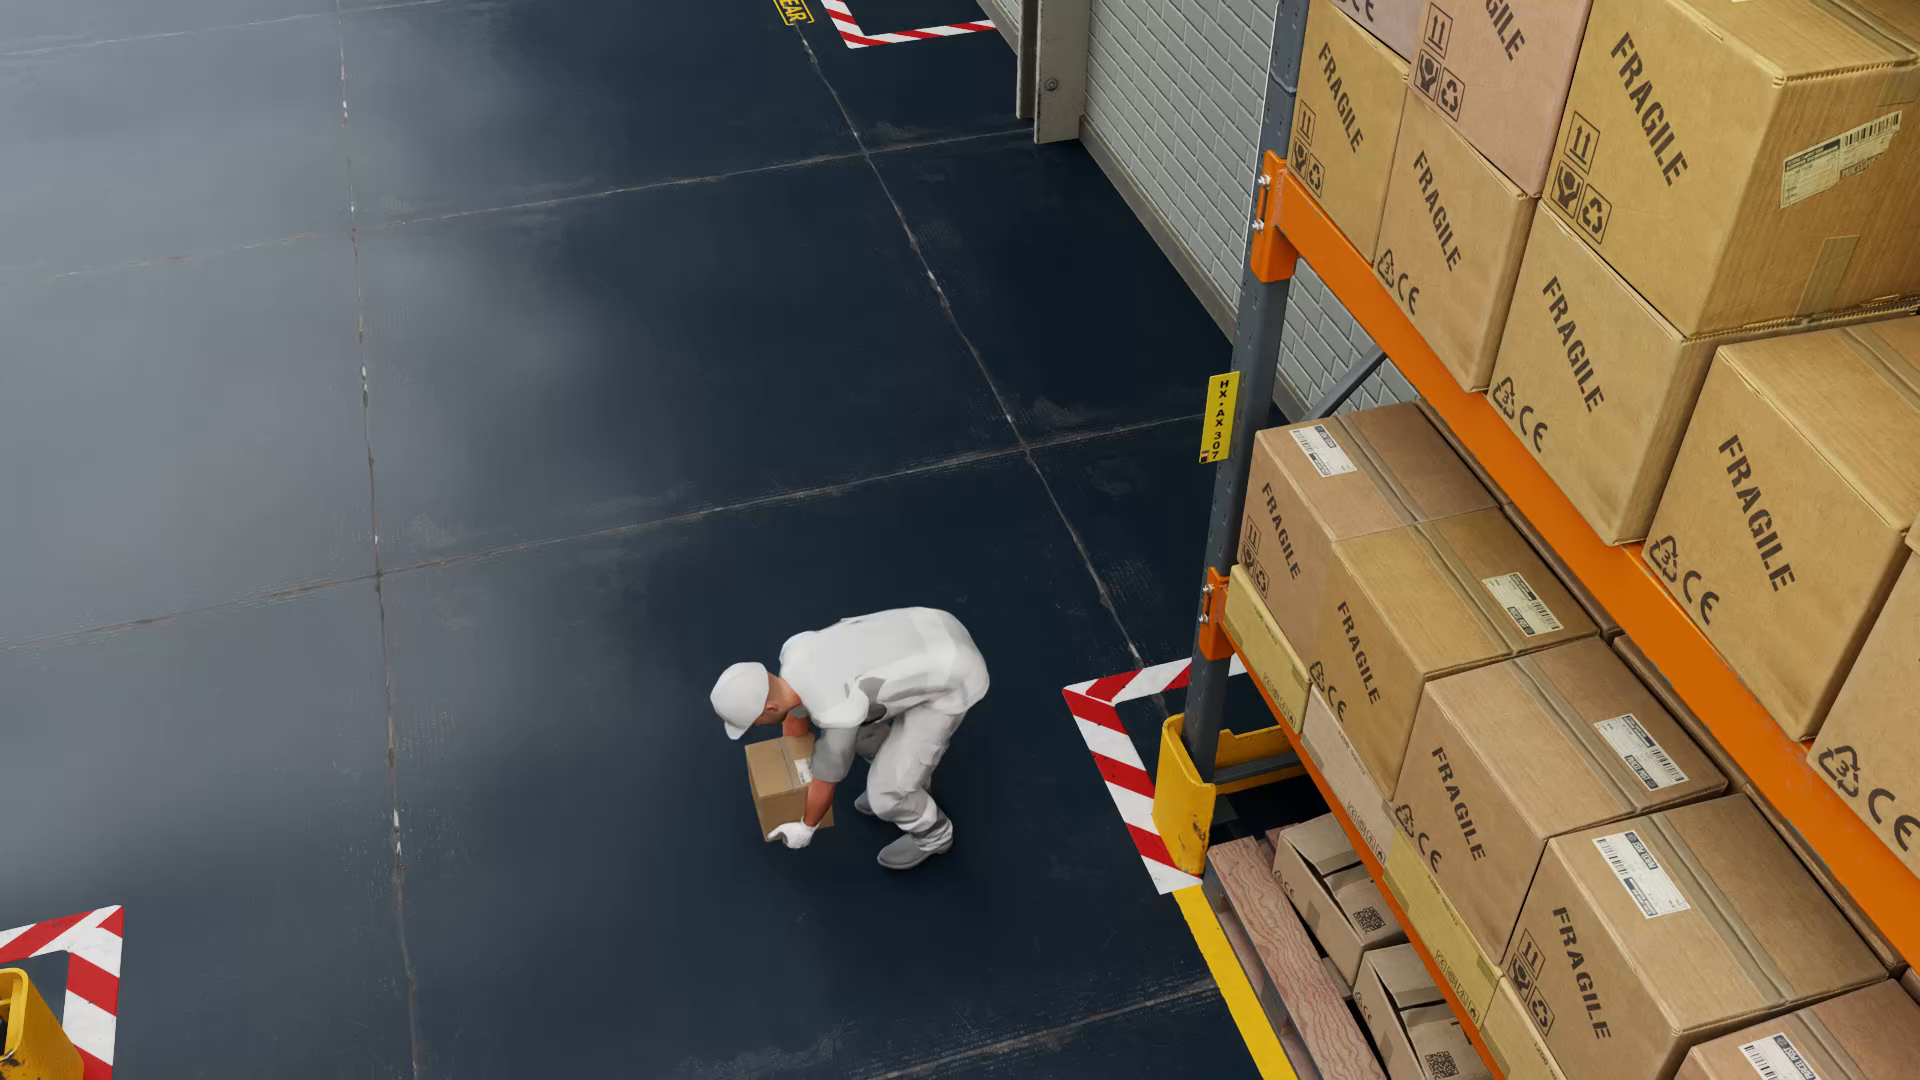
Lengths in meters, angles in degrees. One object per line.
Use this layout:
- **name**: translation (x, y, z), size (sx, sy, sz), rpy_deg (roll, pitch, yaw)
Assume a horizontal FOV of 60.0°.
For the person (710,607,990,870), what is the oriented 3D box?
- **person**: translation (-0.372, 0.727, 5.861), size (0.956, 1.077, 0.529), rpy_deg (-15, 44, -16)
